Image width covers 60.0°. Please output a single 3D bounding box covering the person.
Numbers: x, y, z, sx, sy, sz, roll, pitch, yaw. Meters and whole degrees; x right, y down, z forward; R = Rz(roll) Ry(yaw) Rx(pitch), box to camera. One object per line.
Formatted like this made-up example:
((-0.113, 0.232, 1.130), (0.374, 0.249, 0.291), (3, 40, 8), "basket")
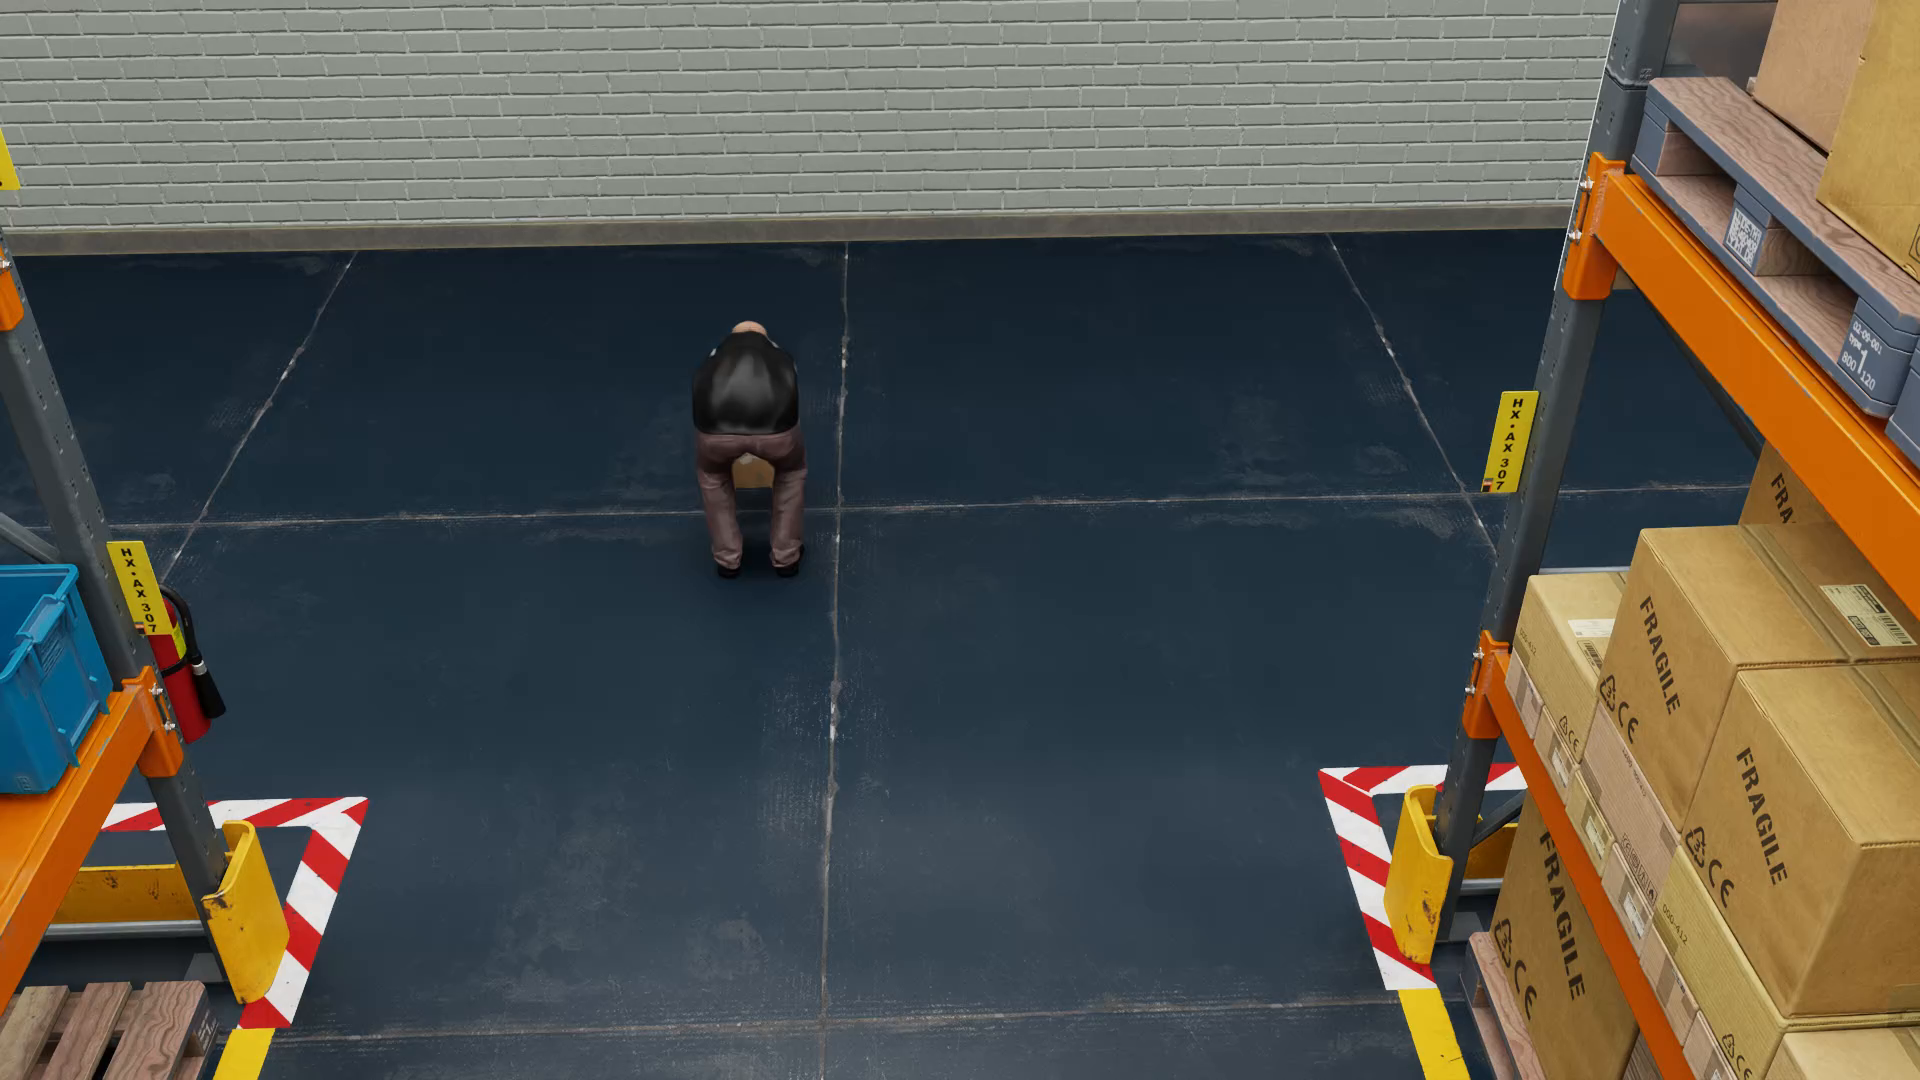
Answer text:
((-0.929, -0.452, 7.384), (0.489, 1.065, 0.958), (-3, 35, -4), "person")
